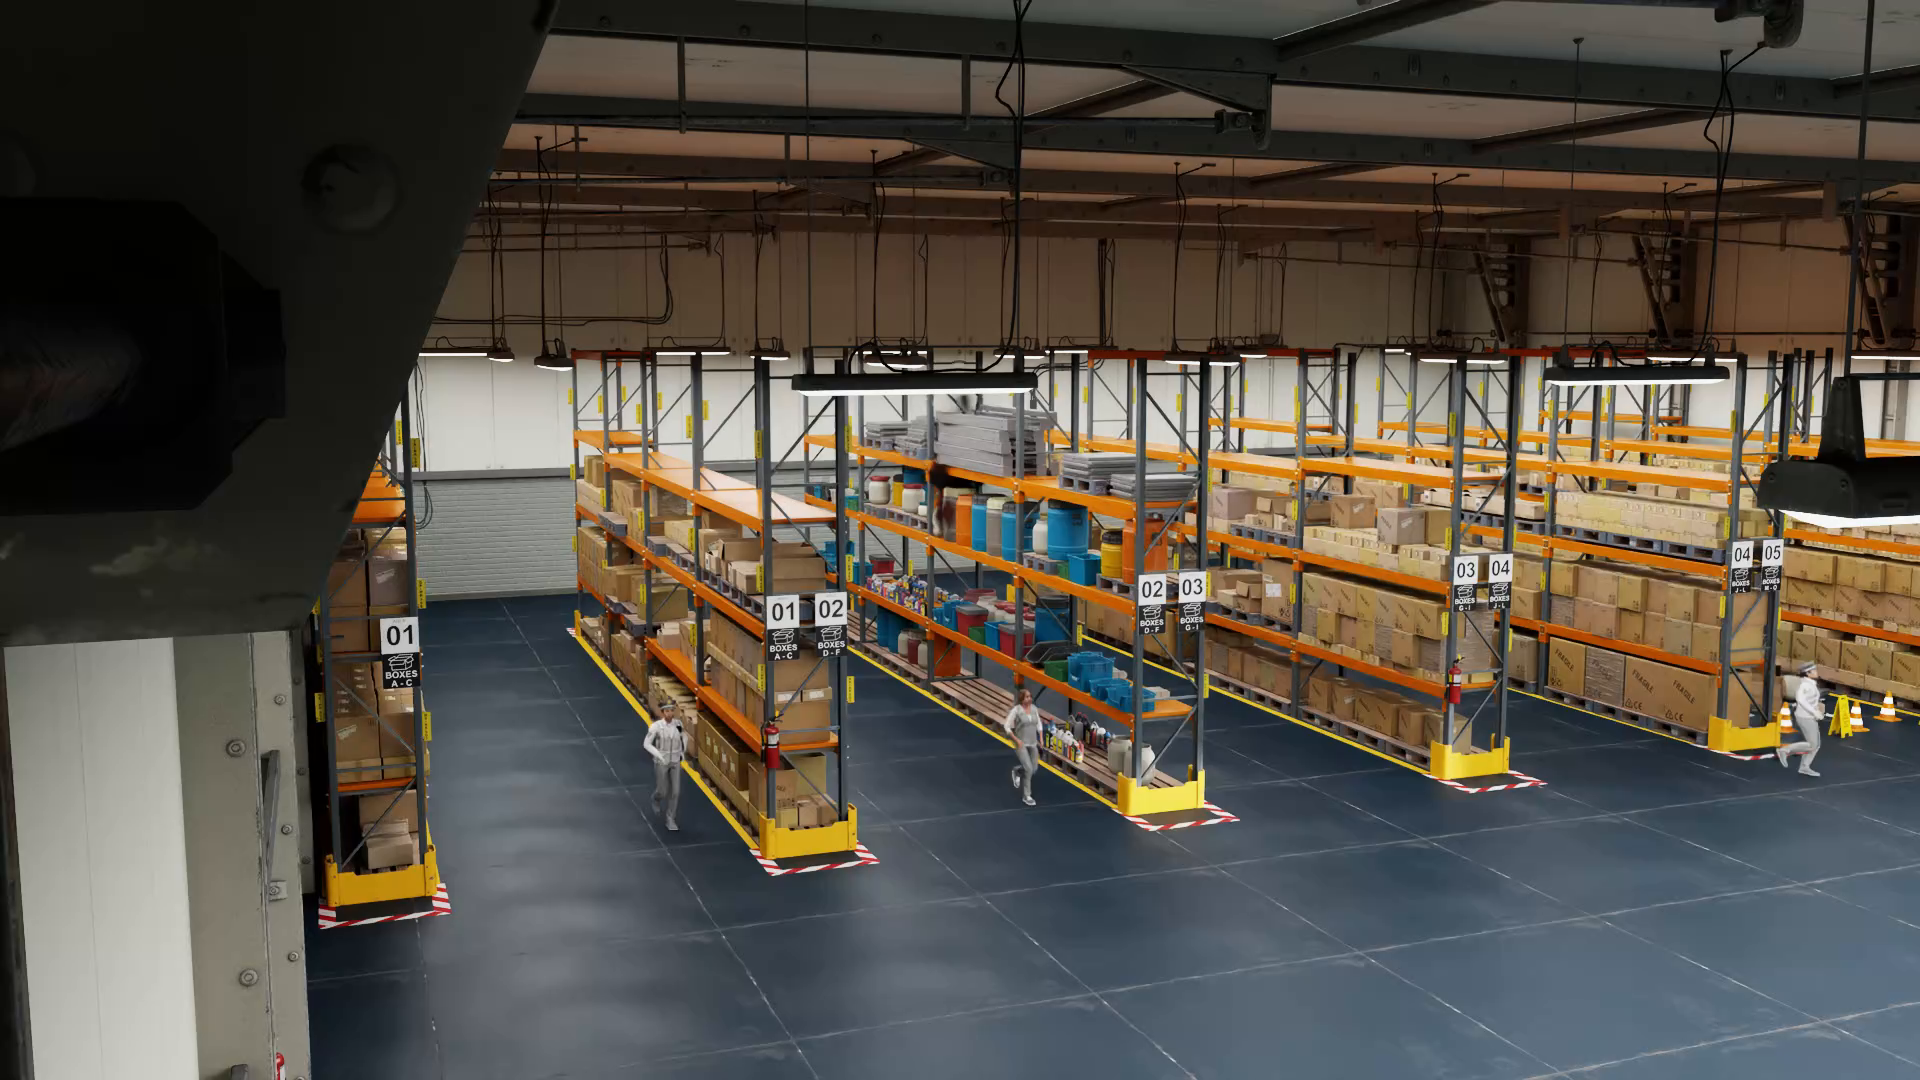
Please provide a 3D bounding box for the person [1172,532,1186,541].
[{"bbox_3d":[5.325,0.403,41.178,0.817,1.617,0.641,-4,8,-27],"label":"person"}]

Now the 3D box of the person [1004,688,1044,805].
[{"bbox_3d":[0.842,2.768,22.535,0.571,1.561,0.638,-4,8,-31],"label":"person"}]

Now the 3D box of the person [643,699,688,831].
[{"bbox_3d":[-3.765,2.848,21.397,0.611,1.670,0.720,-4,8,-29],"label":"person"}]

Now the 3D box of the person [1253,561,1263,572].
[{"bbox_3d":[7.747,0.256,42.184,0.728,1.683,0.693,-3,8,-23],"label":"person"}]

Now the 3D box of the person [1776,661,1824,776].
[{"bbox_3d":[12.128,2.546,23.974,0.583,1.659,0.647,4,8,27],"label":"person"}]
